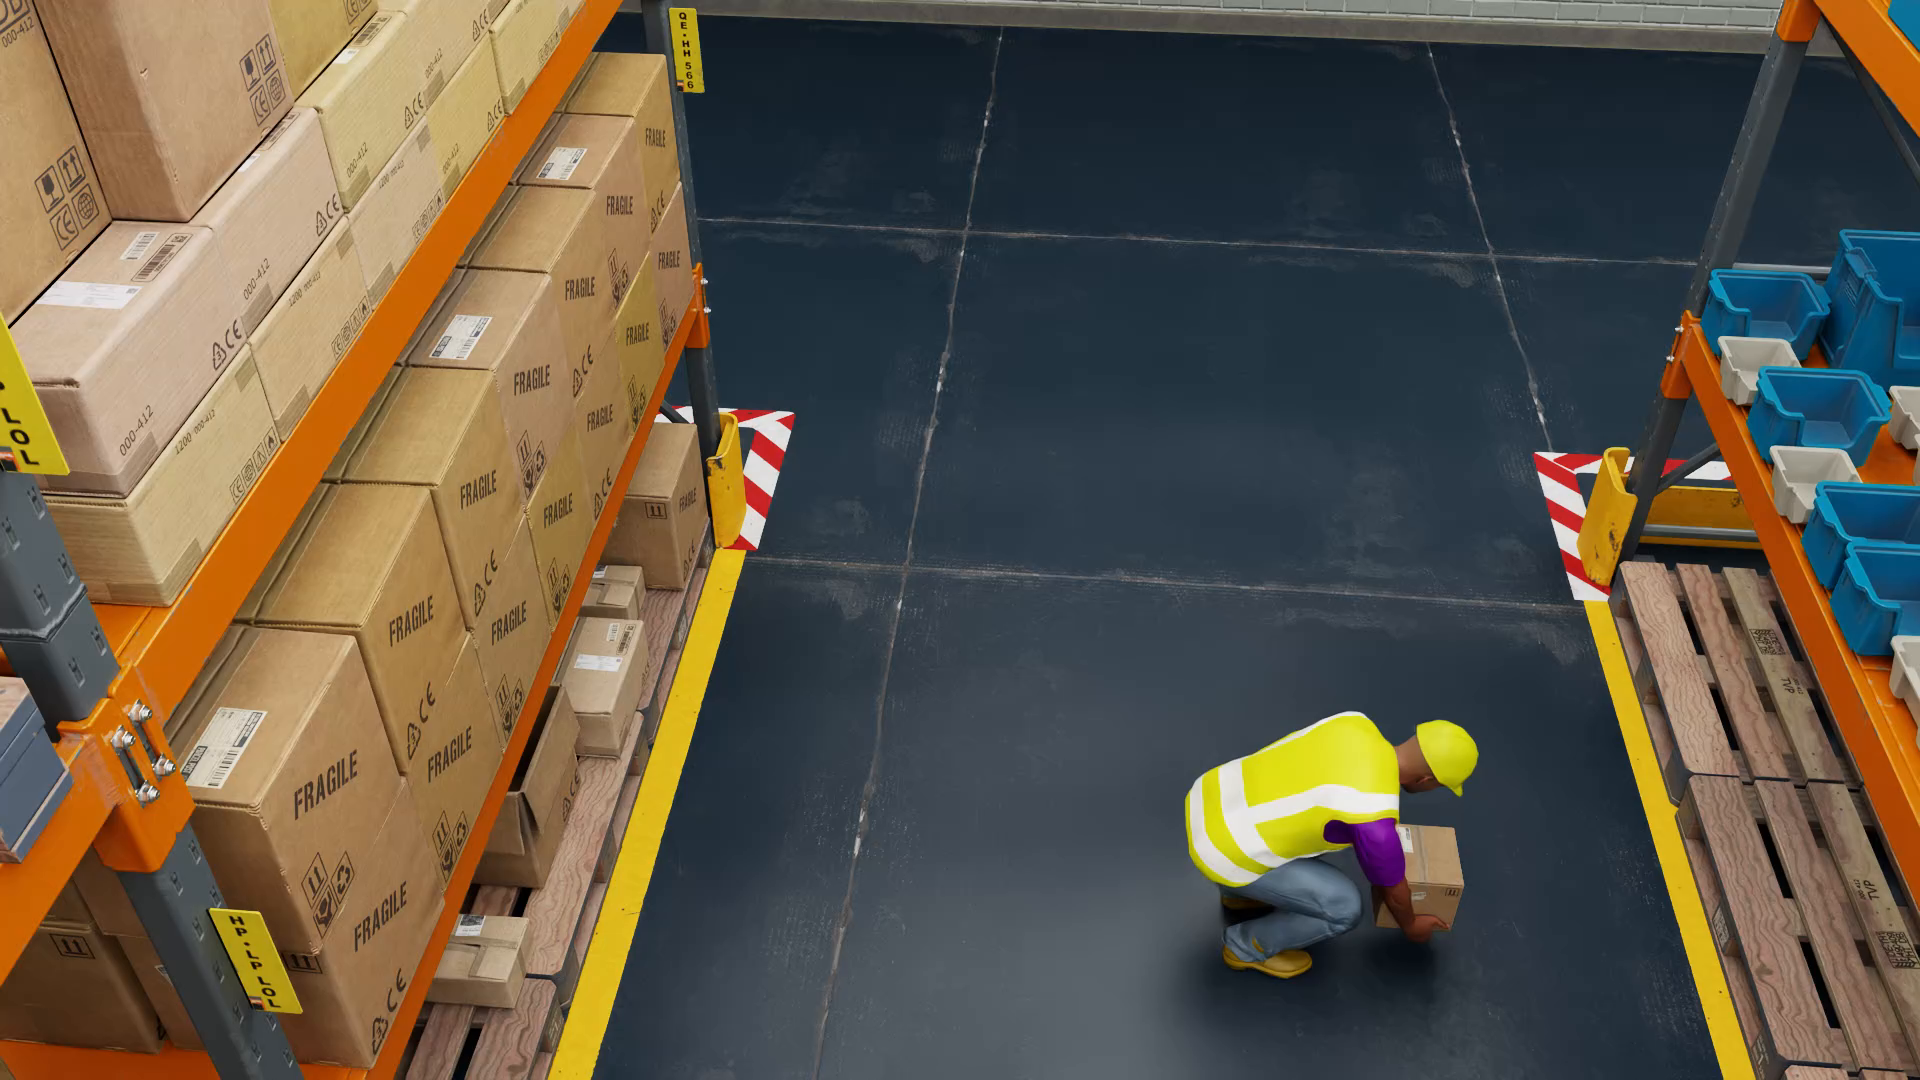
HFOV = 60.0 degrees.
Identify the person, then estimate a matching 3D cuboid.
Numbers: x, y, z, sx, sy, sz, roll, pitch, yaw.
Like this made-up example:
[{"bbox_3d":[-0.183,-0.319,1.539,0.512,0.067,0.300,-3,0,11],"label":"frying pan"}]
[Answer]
[{"bbox_3d":[1.206,0.980,5.559,0.912,1.010,0.537,2,40,3],"label":"person"}]
